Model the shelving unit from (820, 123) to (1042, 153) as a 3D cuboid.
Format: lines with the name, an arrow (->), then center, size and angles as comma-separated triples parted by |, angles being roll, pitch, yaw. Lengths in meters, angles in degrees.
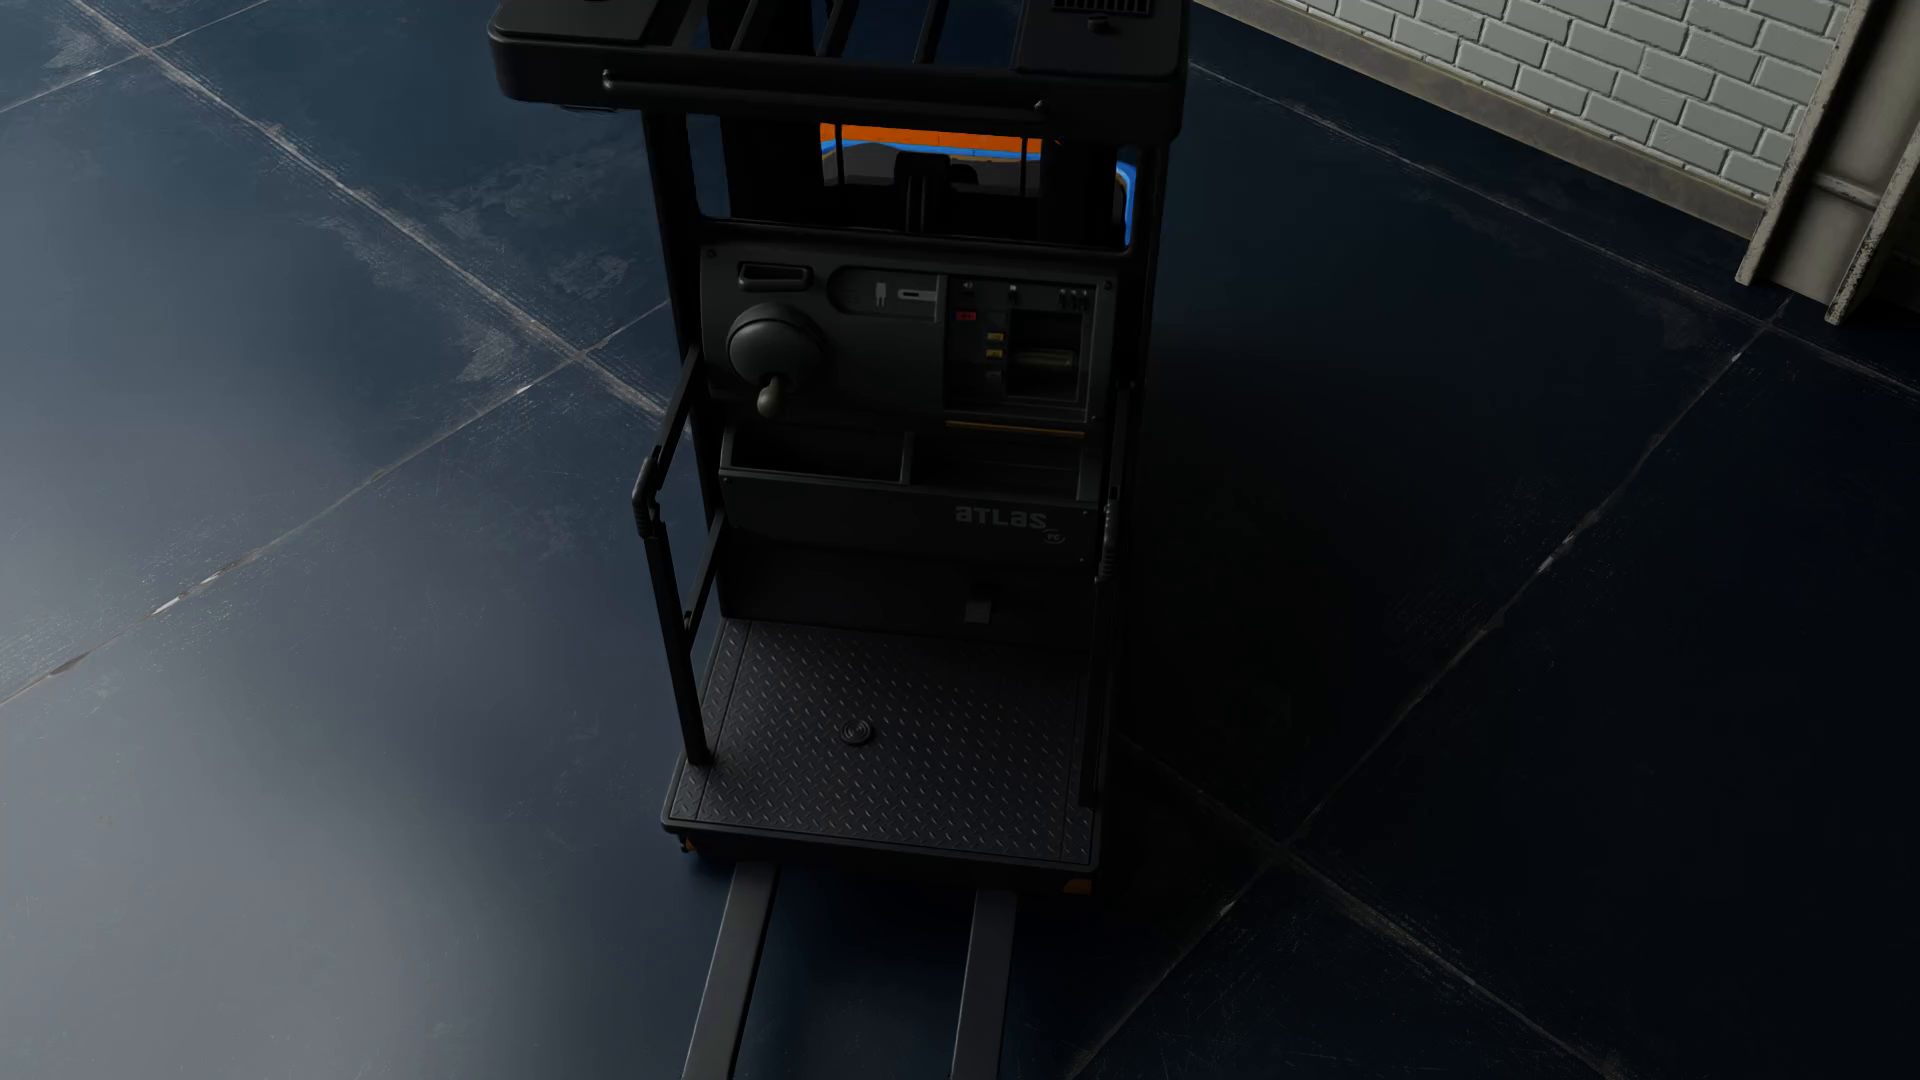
shelving unit -> -0.057, -1.033, 5.449 | 1.048, 1.125, 0.538 | 2, 47, 2

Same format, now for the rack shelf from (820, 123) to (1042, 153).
rack shelf -> -0.057, -1.234, 5.235 | 1.000, 0.278, 0.538 | 2, 47, 2

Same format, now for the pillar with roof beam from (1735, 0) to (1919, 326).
pillar with roof beam -> 0.195, -1.721, 0.693 | 0.400, 9.000, 9.100 | 34, 55, 28

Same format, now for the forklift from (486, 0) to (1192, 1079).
forklift -> -0.145, -0.351, 3.569 | 1.130, 2.935, 3.031 | 5, 47, 5
